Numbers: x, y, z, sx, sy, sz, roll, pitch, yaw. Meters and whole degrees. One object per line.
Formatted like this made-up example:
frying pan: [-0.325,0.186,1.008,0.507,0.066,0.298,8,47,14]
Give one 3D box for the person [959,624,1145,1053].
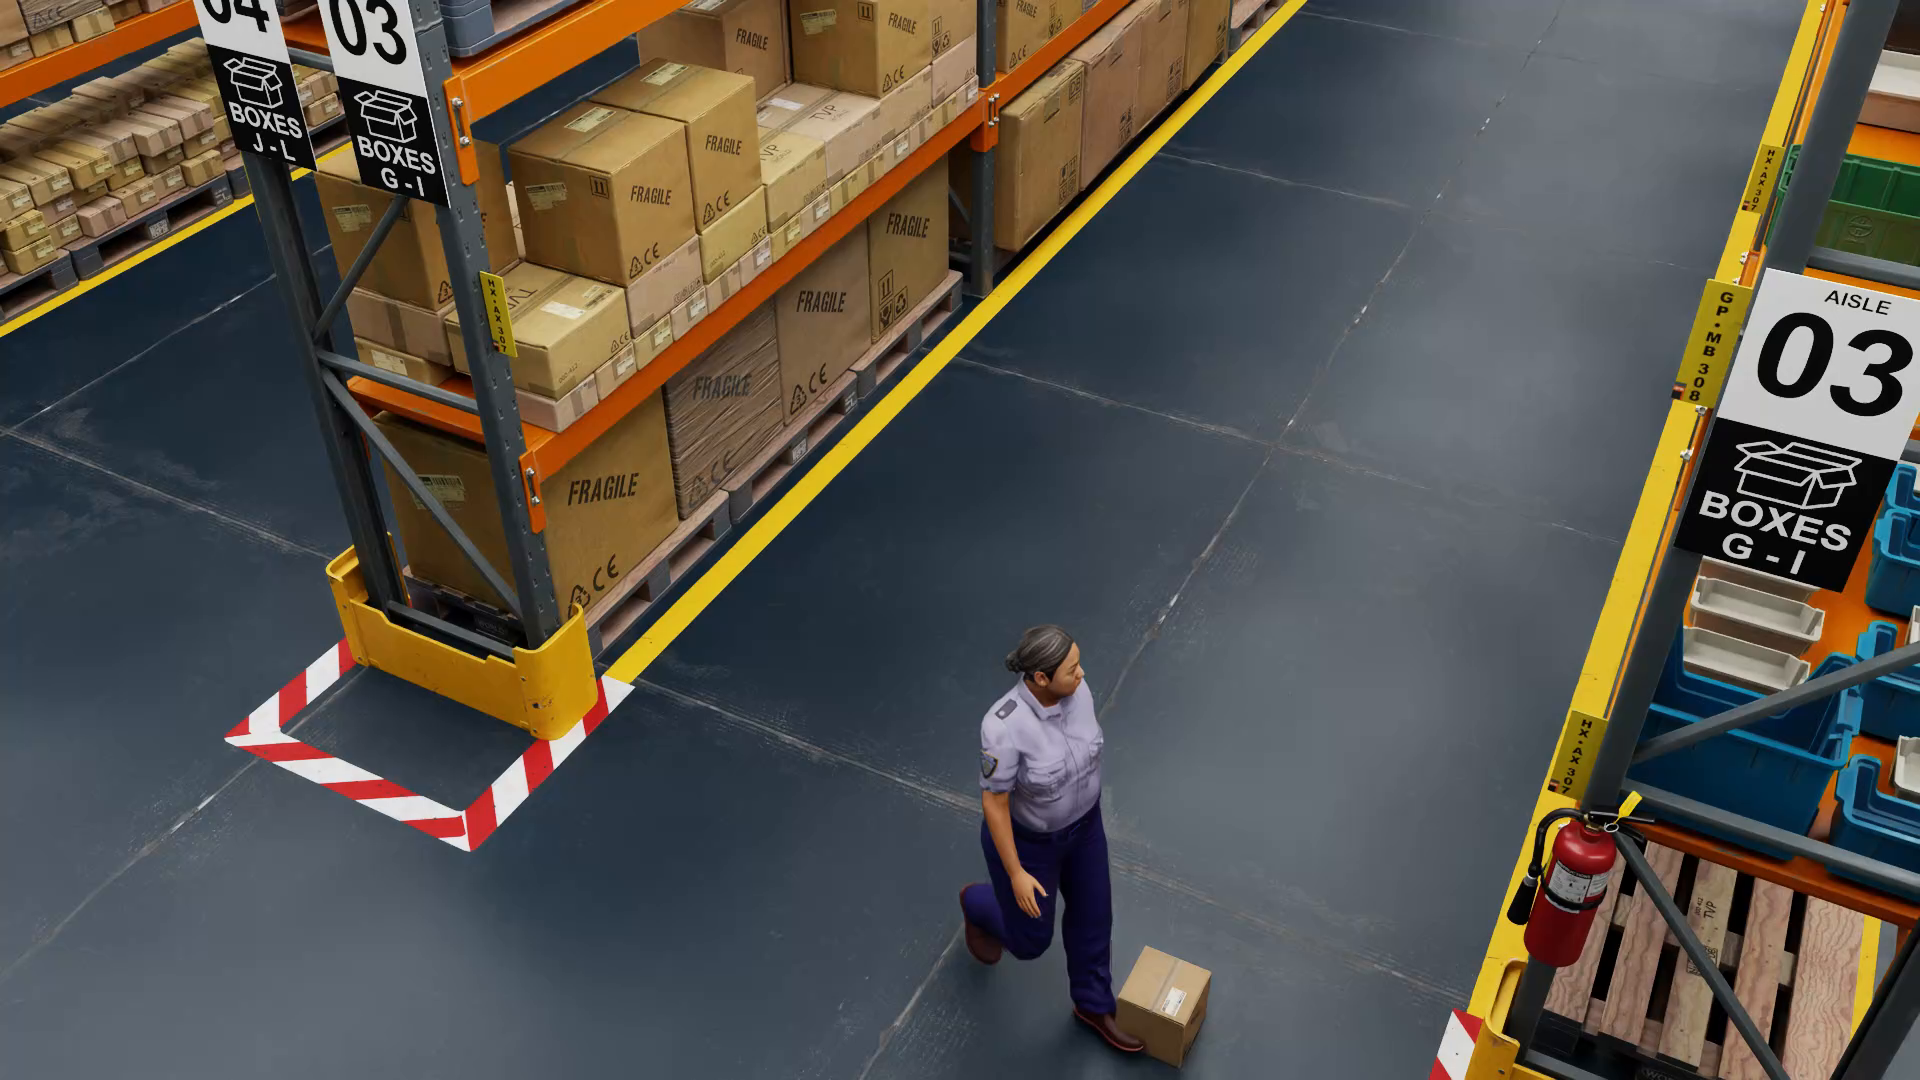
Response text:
person: [0.324,0.995,5.511,0.551,1.606,0.819,-29,47,-32]
